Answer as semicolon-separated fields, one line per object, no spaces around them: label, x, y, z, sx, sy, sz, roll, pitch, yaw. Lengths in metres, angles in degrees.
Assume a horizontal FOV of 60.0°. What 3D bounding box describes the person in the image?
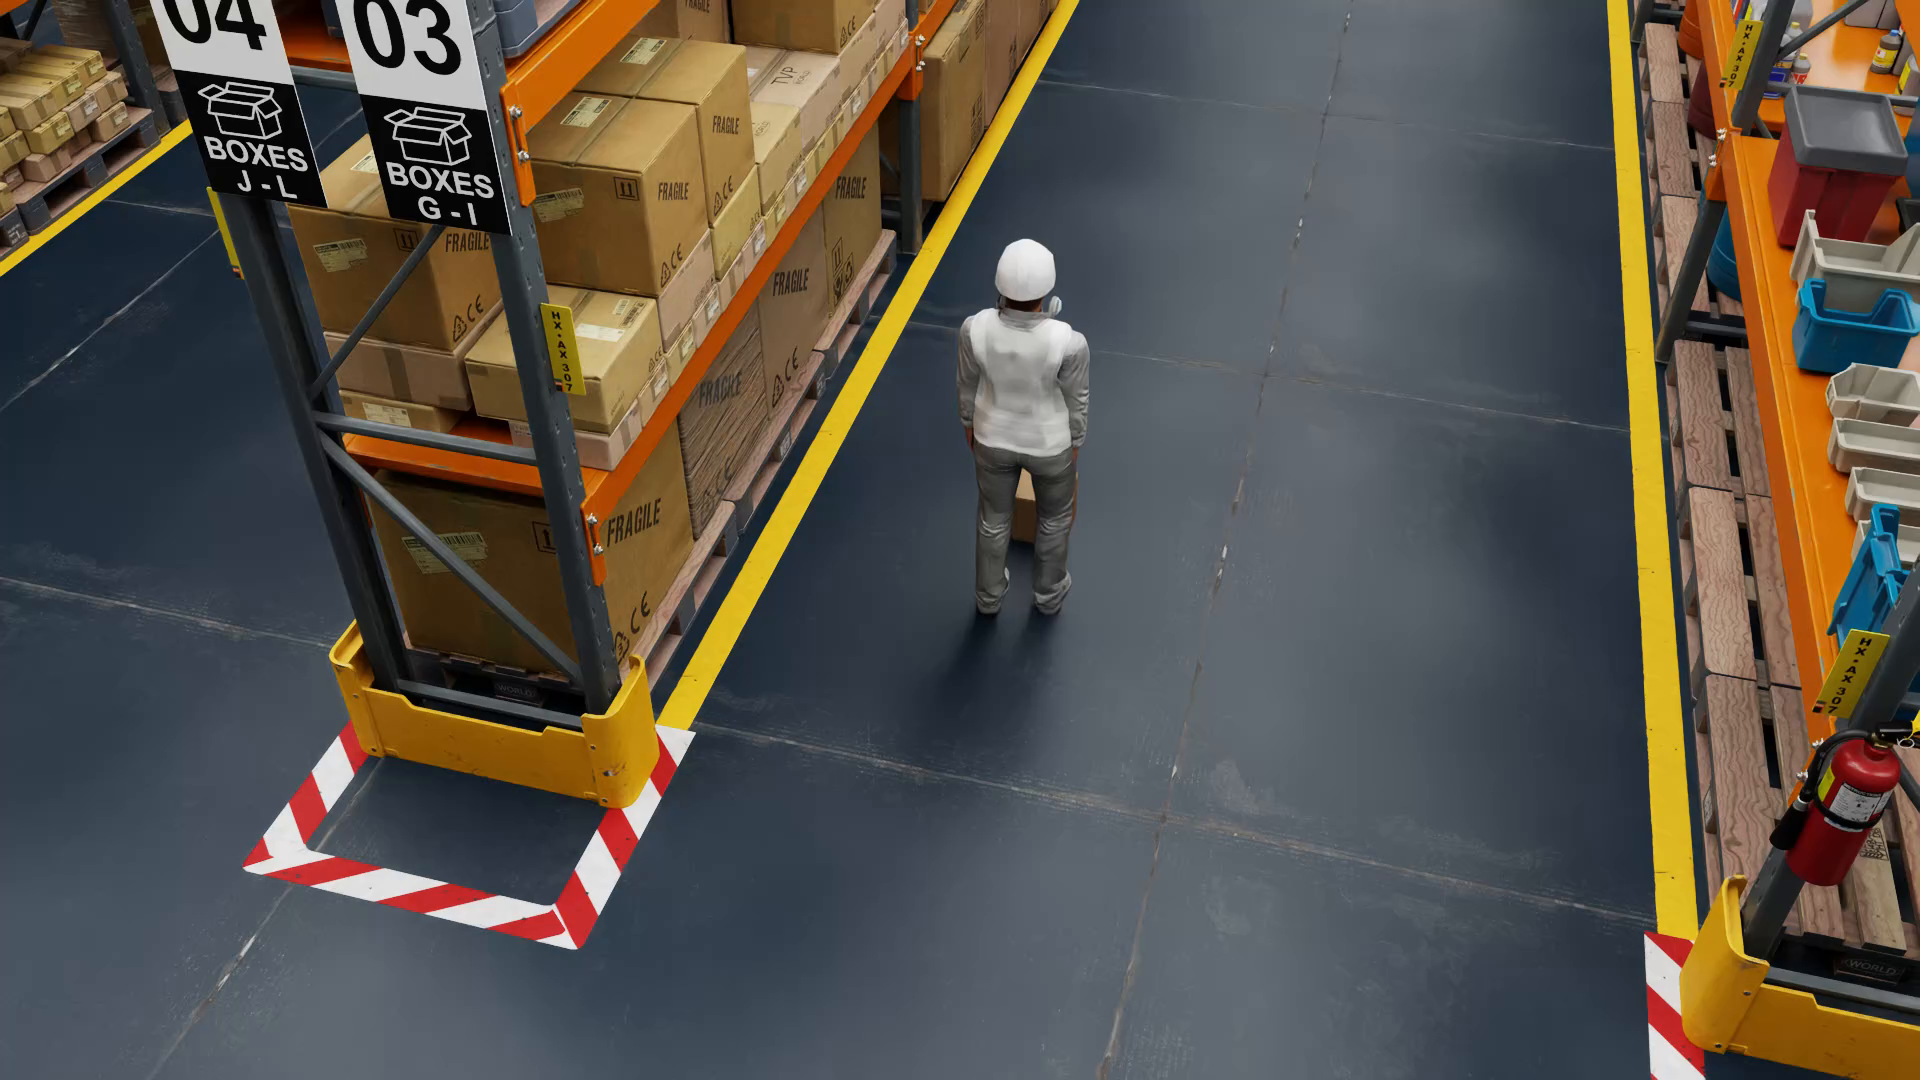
person;0.252;-0.432;6.651;0.531;1.777;0.390;11;42;12
